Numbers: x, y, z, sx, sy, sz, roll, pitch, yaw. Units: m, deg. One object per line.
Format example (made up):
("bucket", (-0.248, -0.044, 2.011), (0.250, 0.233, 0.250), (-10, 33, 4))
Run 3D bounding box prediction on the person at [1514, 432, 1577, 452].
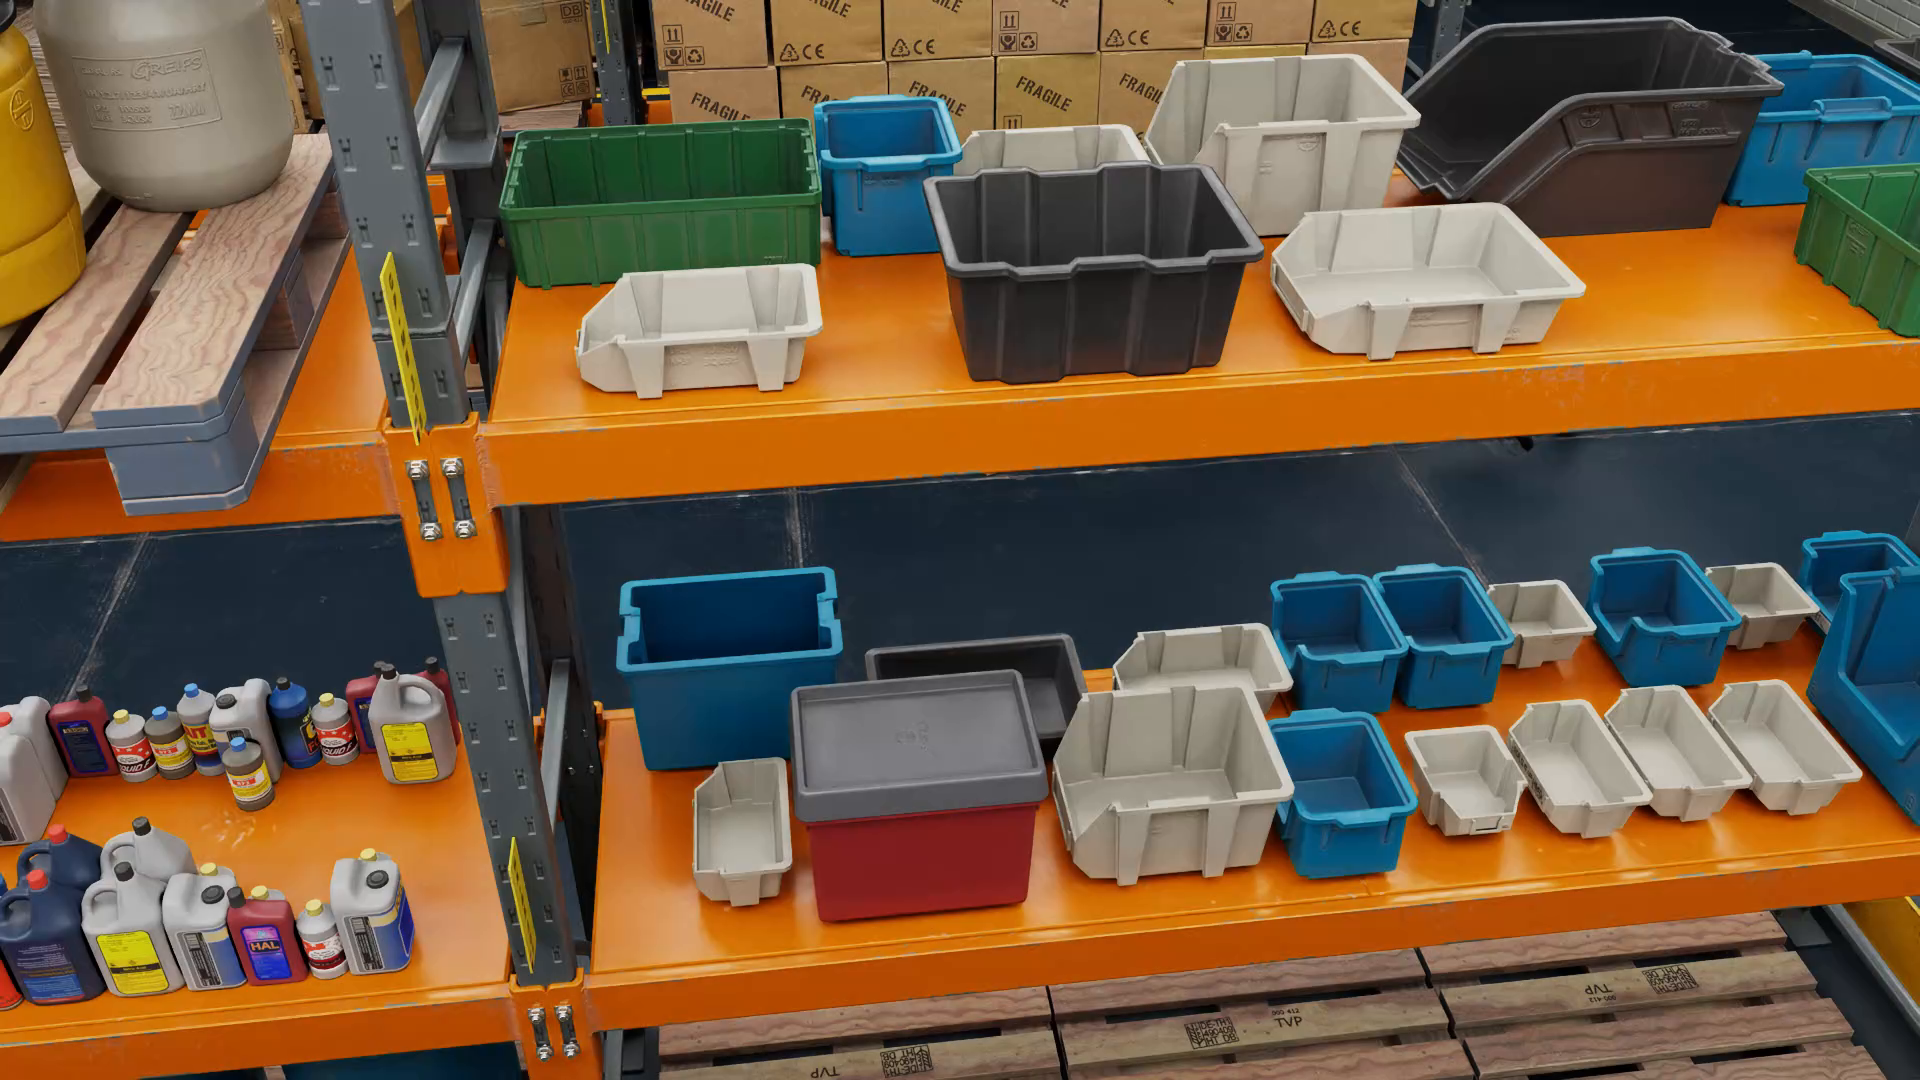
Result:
("person", (2.958, -1.210, 7.907), (0.773, 1.693, 0.531), (-8, 35, -12))
